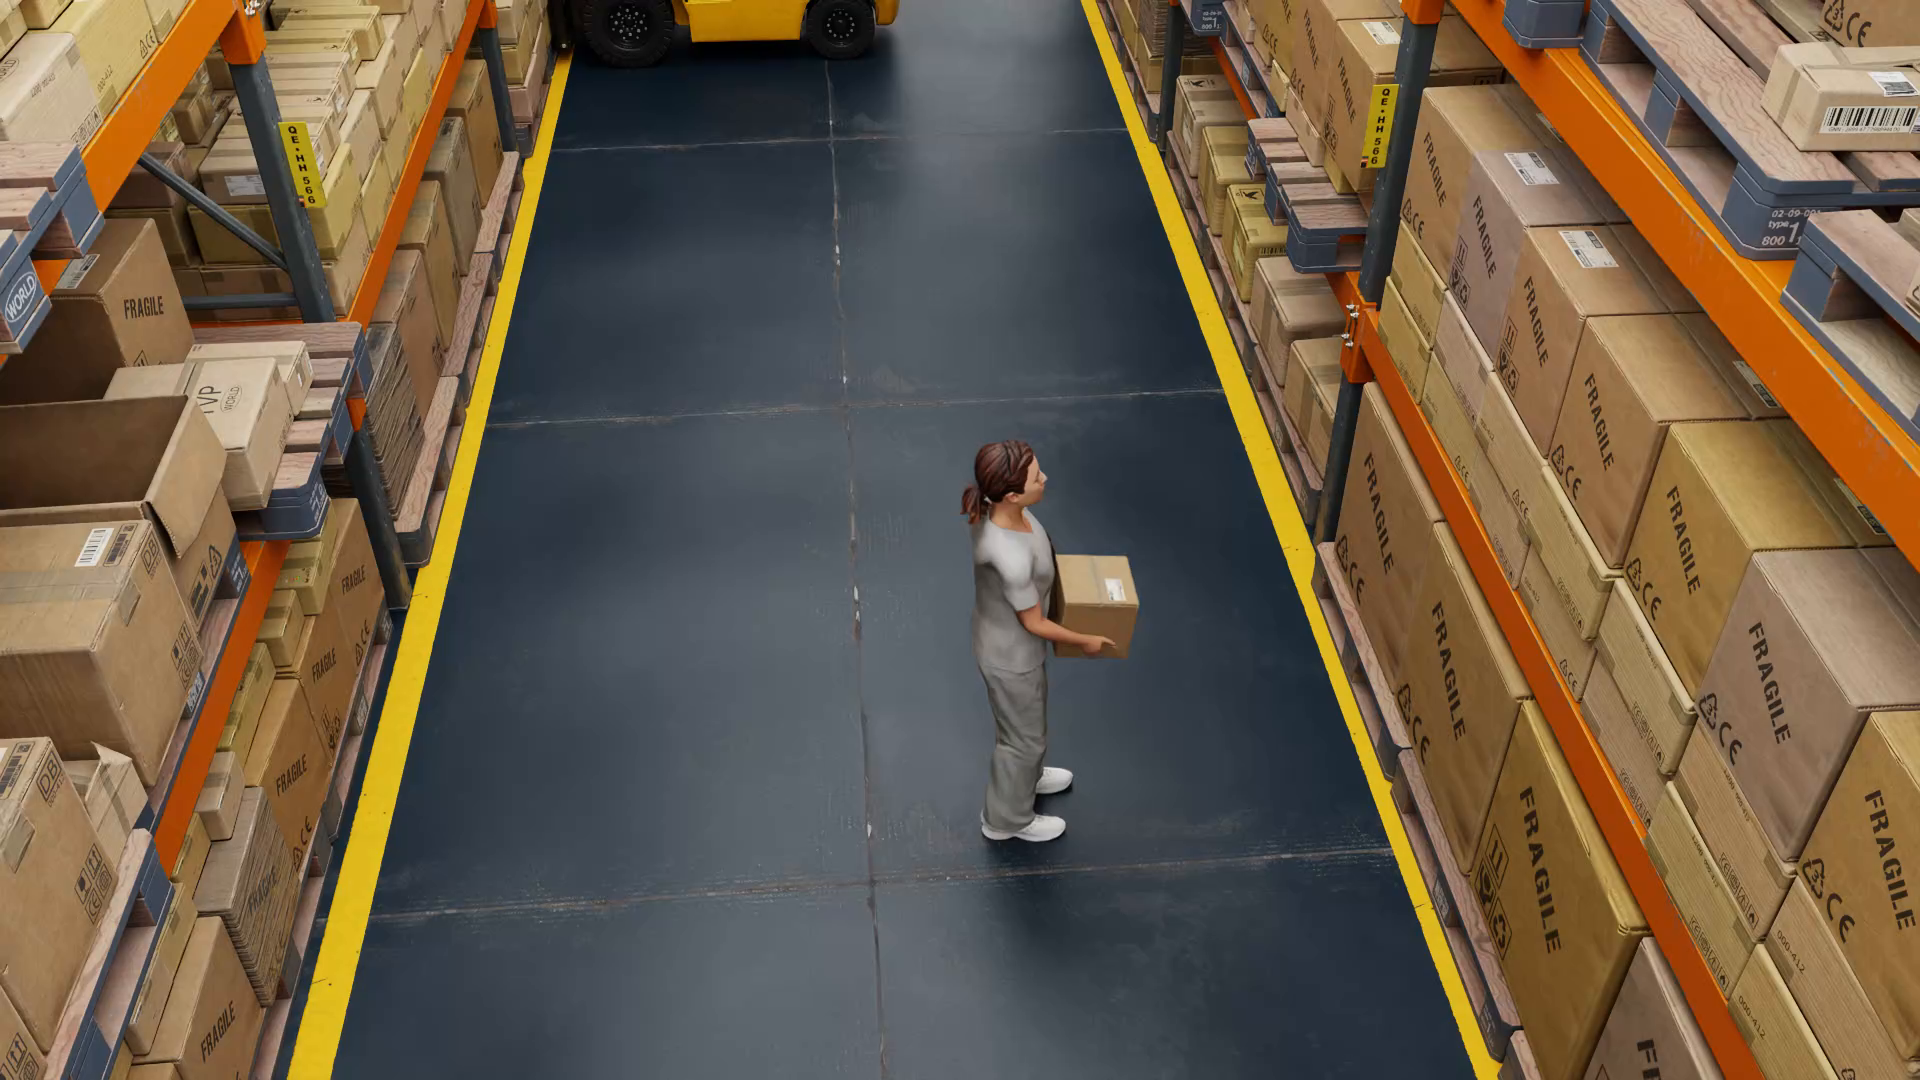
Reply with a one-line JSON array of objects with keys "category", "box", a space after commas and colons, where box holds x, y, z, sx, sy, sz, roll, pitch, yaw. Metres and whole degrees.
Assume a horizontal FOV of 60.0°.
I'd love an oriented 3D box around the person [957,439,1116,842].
[{"category": "person", "box": [0.259, 0.348, 5.732, 0.510, 1.669, 0.457, -3, 39, -4]}]
